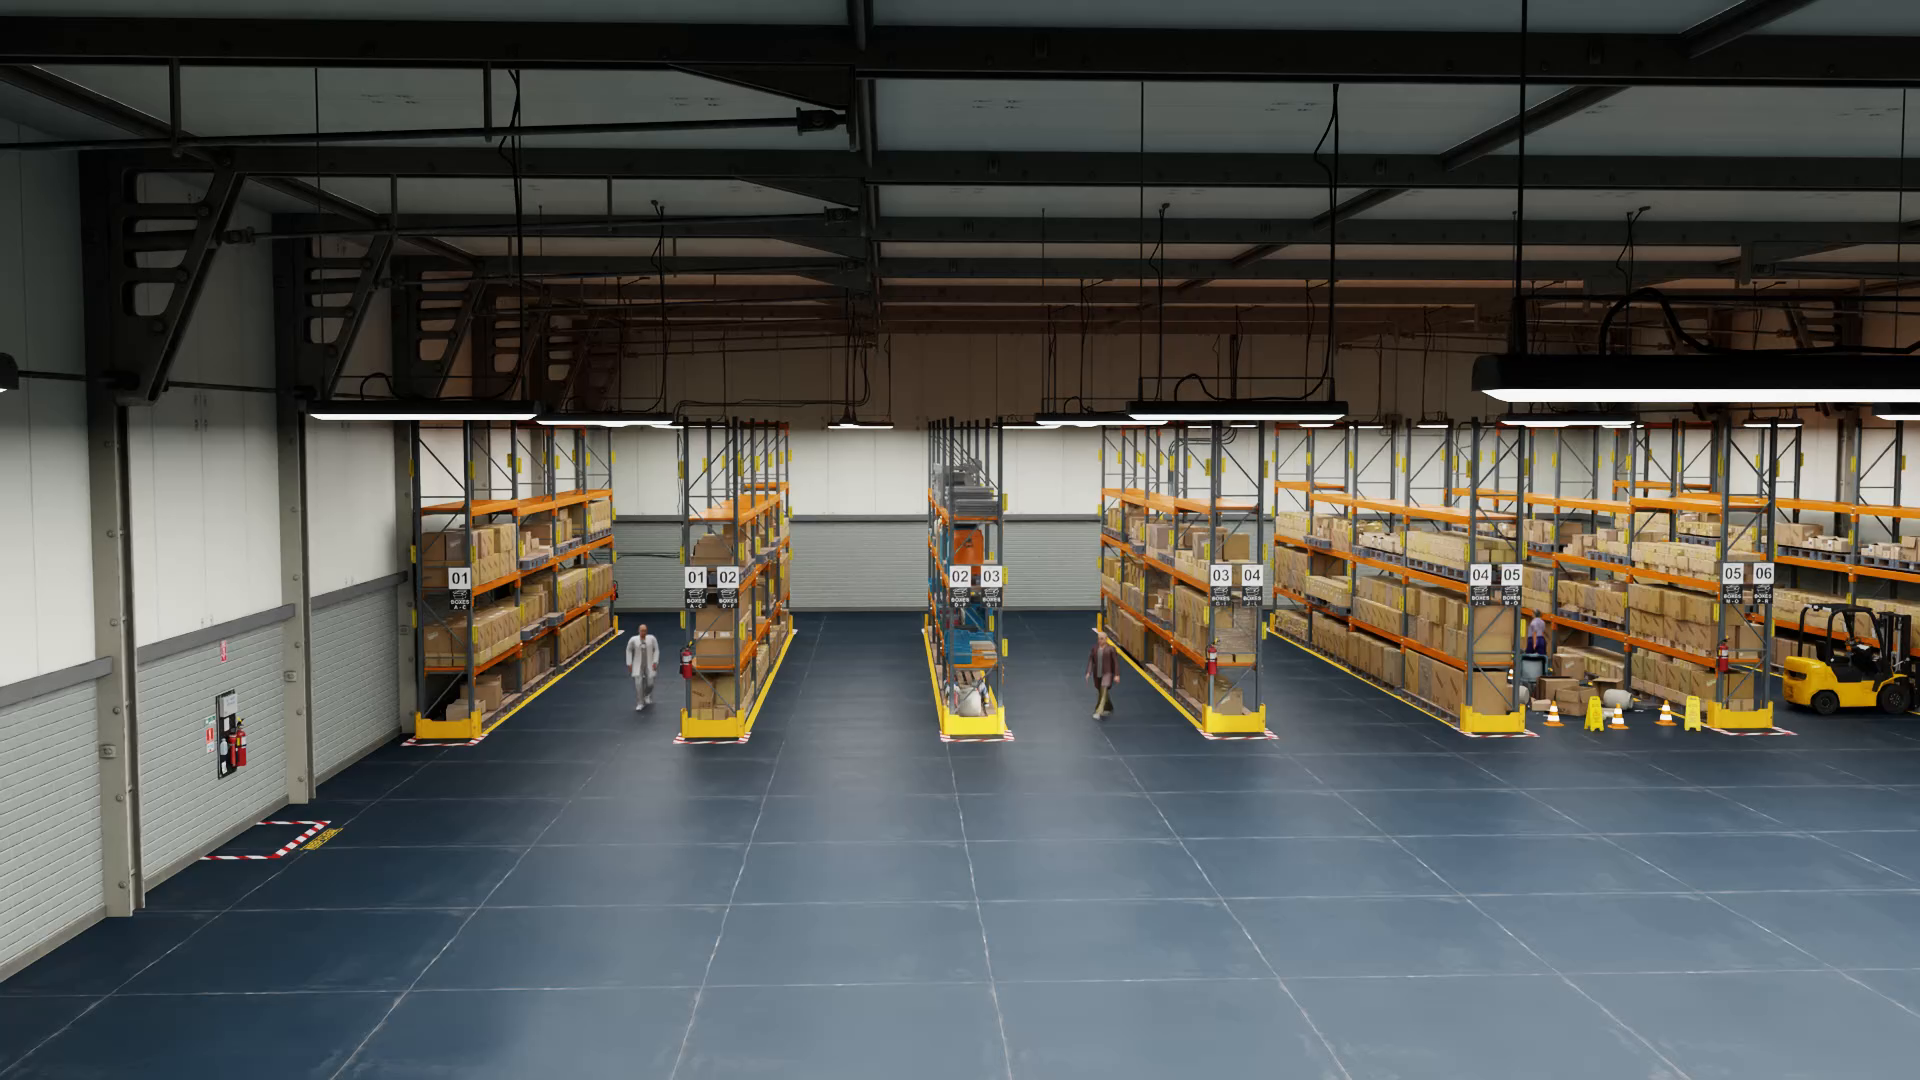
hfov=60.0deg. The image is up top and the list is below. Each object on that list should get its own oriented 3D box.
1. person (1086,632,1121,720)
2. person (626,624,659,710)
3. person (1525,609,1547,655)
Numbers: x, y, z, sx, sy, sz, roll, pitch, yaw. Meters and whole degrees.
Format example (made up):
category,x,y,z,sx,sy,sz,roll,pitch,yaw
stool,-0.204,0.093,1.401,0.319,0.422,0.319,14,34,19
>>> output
category,x,y,z,sx,sy,sz,roll,pitch,yaw
person,2.793,2.688,32.981,0.620,1.722,1.132,3,5,39
person,-6.584,2.605,34.456,0.669,1.762,0.753,-1,4,-17
person,13.290,2.441,38.271,0.498,1.673,0.626,-1,4,-15
